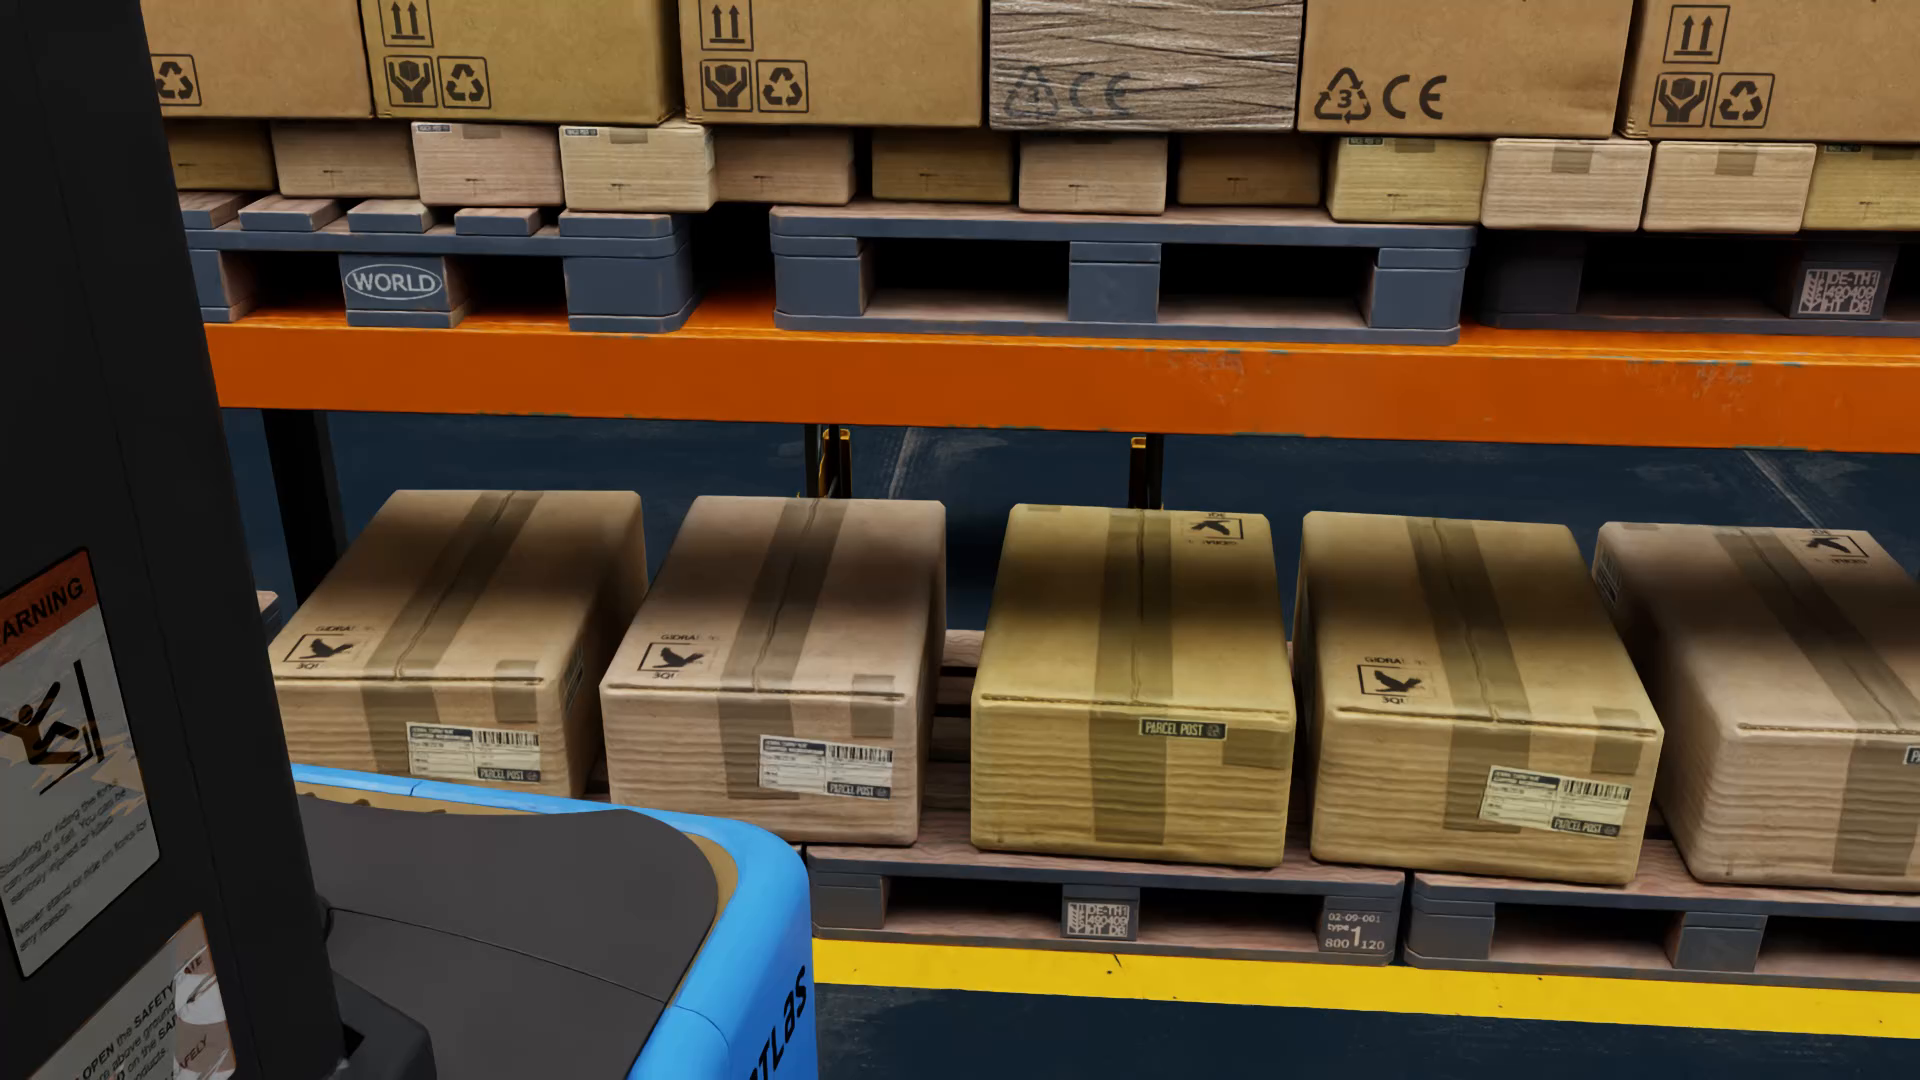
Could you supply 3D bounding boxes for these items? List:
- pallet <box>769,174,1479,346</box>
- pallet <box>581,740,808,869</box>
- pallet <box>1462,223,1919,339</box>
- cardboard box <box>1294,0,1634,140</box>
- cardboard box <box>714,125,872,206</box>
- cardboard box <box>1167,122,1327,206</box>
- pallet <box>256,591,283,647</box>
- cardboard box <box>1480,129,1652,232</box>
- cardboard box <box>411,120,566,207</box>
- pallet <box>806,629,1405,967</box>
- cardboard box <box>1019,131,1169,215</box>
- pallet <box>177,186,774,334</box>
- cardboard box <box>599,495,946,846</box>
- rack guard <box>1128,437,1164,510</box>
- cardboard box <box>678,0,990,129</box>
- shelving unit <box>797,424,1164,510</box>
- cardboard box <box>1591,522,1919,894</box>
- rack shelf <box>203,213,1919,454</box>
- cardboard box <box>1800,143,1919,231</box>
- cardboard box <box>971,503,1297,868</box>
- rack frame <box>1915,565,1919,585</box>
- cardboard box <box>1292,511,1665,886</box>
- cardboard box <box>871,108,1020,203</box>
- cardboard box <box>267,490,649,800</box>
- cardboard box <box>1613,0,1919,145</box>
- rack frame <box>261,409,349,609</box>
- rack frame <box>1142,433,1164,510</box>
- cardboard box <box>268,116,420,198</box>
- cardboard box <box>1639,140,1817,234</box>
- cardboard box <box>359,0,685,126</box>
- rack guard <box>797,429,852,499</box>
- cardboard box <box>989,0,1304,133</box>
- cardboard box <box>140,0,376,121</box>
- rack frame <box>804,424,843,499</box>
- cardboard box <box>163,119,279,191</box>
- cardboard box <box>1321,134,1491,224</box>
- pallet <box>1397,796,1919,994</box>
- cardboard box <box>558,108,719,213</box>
[{"bbox_3d":[0.305,-0.655,3.315,1.213,0.211,1.003,2,25,4],"label":"pallet"},{"bbox_3d":[-0.893,0.504,3.903,1.213,0.211,1.003,2,25,4],"label":"pallet"},{"bbox_3d":[1.566,-0.659,3.322,1.213,0.211,1.003,2,25,4],"label":"pallet"},{"bbox_3d":[0.830,-0.986,2.825,0.500,0.500,0.500,3,25,6],"label":"cardboard box"},{"bbox_3d":[-0.294,-0.734,3.054,0.250,0.149,0.380,3,25,7],"label":"cardboard box"},{"bbox_3d":[0.511,-0.729,3.043,0.250,0.149,0.380,1,25,2],"label":"cardboard box"},{"bbox_3d":[-2.452,0.421,4.082,1.213,0.211,1.003,2,25,4],"label":"pallet"},{"bbox_3d":[1.007,-0.654,2.882,0.250,0.149,0.380,2,25,4],"label":"cardboard box"},{"bbox_3d":[-0.813,-0.726,3.038,0.250,0.149,0.380,0,25,1],"label":"cardboard box"},{"bbox_3d":[0.320,0.544,3.816,1.213,0.211,1.003,2,25,4],"label":"pallet"},{"bbox_3d":[0.246,-0.706,2.993,0.250,0.149,0.380,3,25,6],"label":"cardboard box"},{"bbox_3d":[-0.953,-0.723,3.463,1.003,0.211,1.213,2,25,4],"label":"pallet"},{"bbox_3d":[-0.373,0.257,3.745,0.625,0.372,0.950,1,25,3],"label":"cardboard box"},{"bbox_3d":[0.573,-0.095,5.158,0.087,0.250,0.587,2,25,4],"label":"rack guard"},{"bbox_3d":[-0.191,-1.021,2.903,0.500,0.500,0.500,2,25,5],"label":"cardboard box"},{"bbox_3d":[0.076,-0.679,4.931,1.083,1.500,0.587,2,25,4],"label":"shelving unit"},{"bbox_3d":[1.793,0.327,3.593,0.625,0.372,0.950,2,25,5],"label":"cardboard box"},{"bbox_3d":[0.322,-0.398,3.387,4.000,0.370,1.077,2,25,4],"label":"rack shelf"},{"bbox_3d":[1.521,-0.655,2.882,0.250,0.149,0.380,1,25,2],"label":"cardboard box"},{"bbox_3d":[0.383,0.283,3.687,0.625,0.372,0.950,3,25,6],"label":"cardboard box"},{"bbox_3d":[2.316,-0.661,3.097,0.127,3.000,1.000,2,25,4],"label":"rack frame"},{"bbox_3d":[1.076,0.305,3.640,0.625,0.372,0.950,3,25,7],"label":"cardboard box"},{"bbox_3d":[-0.010,-0.741,3.070,0.250,0.149,0.380,3,25,6],"label":"cardboard box"},{"bbox_3d":[-1.109,0.237,3.789,0.625,0.372,0.950,0,25,0],"label":"cardboard box"},{"bbox_3d":[1.344,-0.966,2.784,0.500,0.500,0.500,2,25,4],"label":"cardboard box"},{"bbox_3d":[-1.672,-0.789,3.376,0.127,3.000,1.000,2,25,4],"label":"rack frame"},{"bbox_3d":[0.592,-0.662,4.895,0.032,1.500,0.500,2,25,4],"label":"rack frame"},{"bbox_3d":[-1.083,-0.754,3.099,0.250,0.149,0.380,0,25,1],"label":"cardboard box"},{"bbox_3d":[1.261,-0.648,2.868,0.250,0.149,0.380,1,25,3],"label":"cardboard box"},{"bbox_3d":[-0.721,-1.035,2.934,0.500,0.500,0.500,3,25,7],"label":"cardboard box"},{"bbox_3d":[-0.421,-0.127,5.227,0.087,0.250,0.587,2,25,4],"label":"rack guard"},{"bbox_3d":[0.307,-1.002,2.861,0.500,0.500,0.500,1,25,2],"label":"cardboard box"},{"bbox_3d":[-1.241,-1.049,2.964,0.500,0.500,0.500,1,25,3],"label":"cardboard box"},{"bbox_3d":[-0.422,-0.695,4.966,0.032,1.500,0.500,2,25,4],"label":"rack frame"},{"bbox_3d":[-1.362,-0.777,3.149,0.250,0.149,0.380,0,25,1],"label":"cardboard box"},{"bbox_3d":[0.766,-0.677,2.932,0.250,0.149,0.380,2,25,4],"label":"cardboard box"},{"bbox_3d":[1.540,0.582,3.733,1.213,0.211,1.003,2,25,4],"label":"pallet"},{"bbox_3d":[-0.541,-0.709,3.001,0.250,0.149,0.380,2,25,4],"label":"cardboard box"}]
